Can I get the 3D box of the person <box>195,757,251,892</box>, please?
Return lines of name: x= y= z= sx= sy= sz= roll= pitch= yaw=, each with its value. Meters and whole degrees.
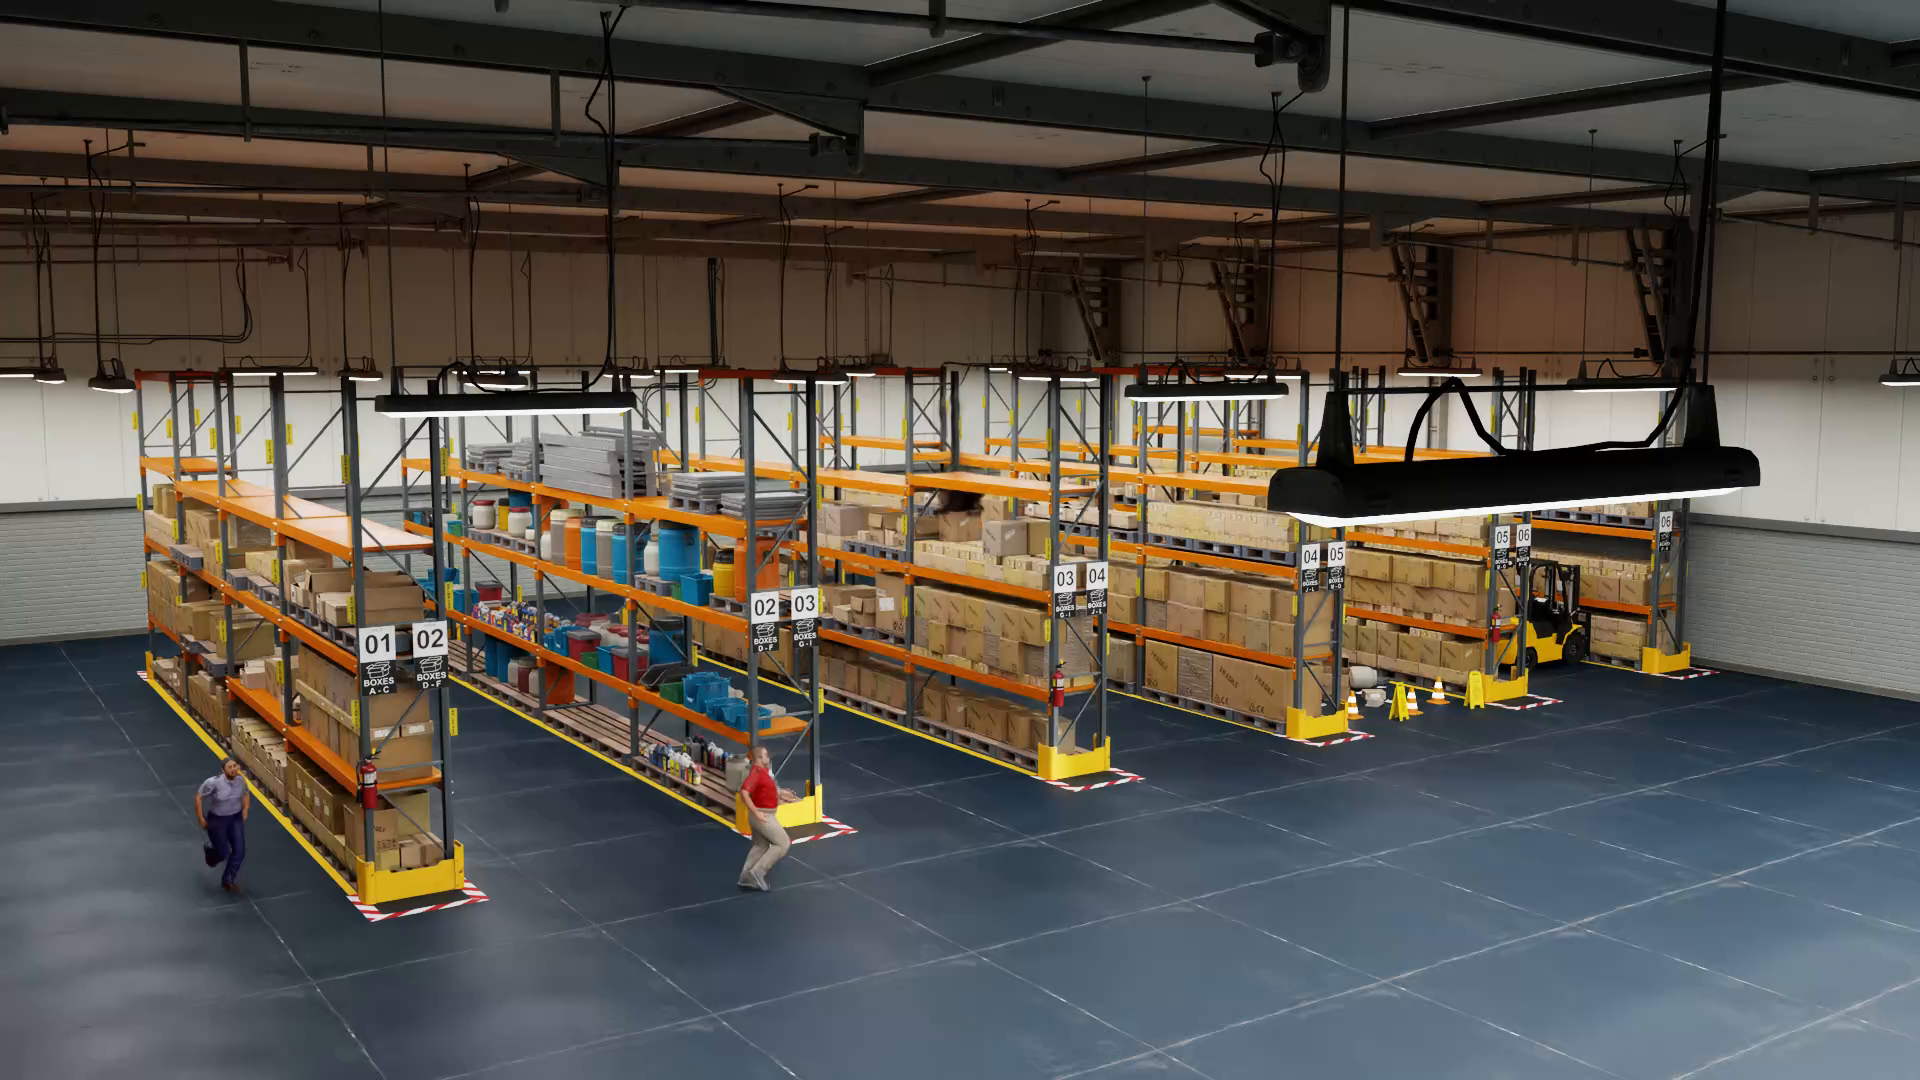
person: x=-8.721 y=3.346 z=19.690 sx=0.668 sy=1.612 sz=0.637 roll=5 pitch=8 yaw=40

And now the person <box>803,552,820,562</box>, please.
person: x=-3.564 y=0.903 z=41.663 sx=0.574 sy=1.536 sz=0.945 roll=5 pitch=8 yaw=40

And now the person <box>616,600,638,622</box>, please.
person: x=-7.685 y=1.083 z=38.891 sx=0.882 sy=1.777 sz=0.729 roll=-5 pitch=8 yaw=-37

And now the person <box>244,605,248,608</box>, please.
person: x=-14.619 y=1.696 z=33.866 sx=0.942 sy=1.666 sz=0.631 roll=2 pitch=7 yaw=20

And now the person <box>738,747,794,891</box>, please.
person: x=-2.282 y=3.276 z=19.592 sx=0.658 sy=1.708 sz=0.647 roll=-1 pitch=7 yaw=-11
